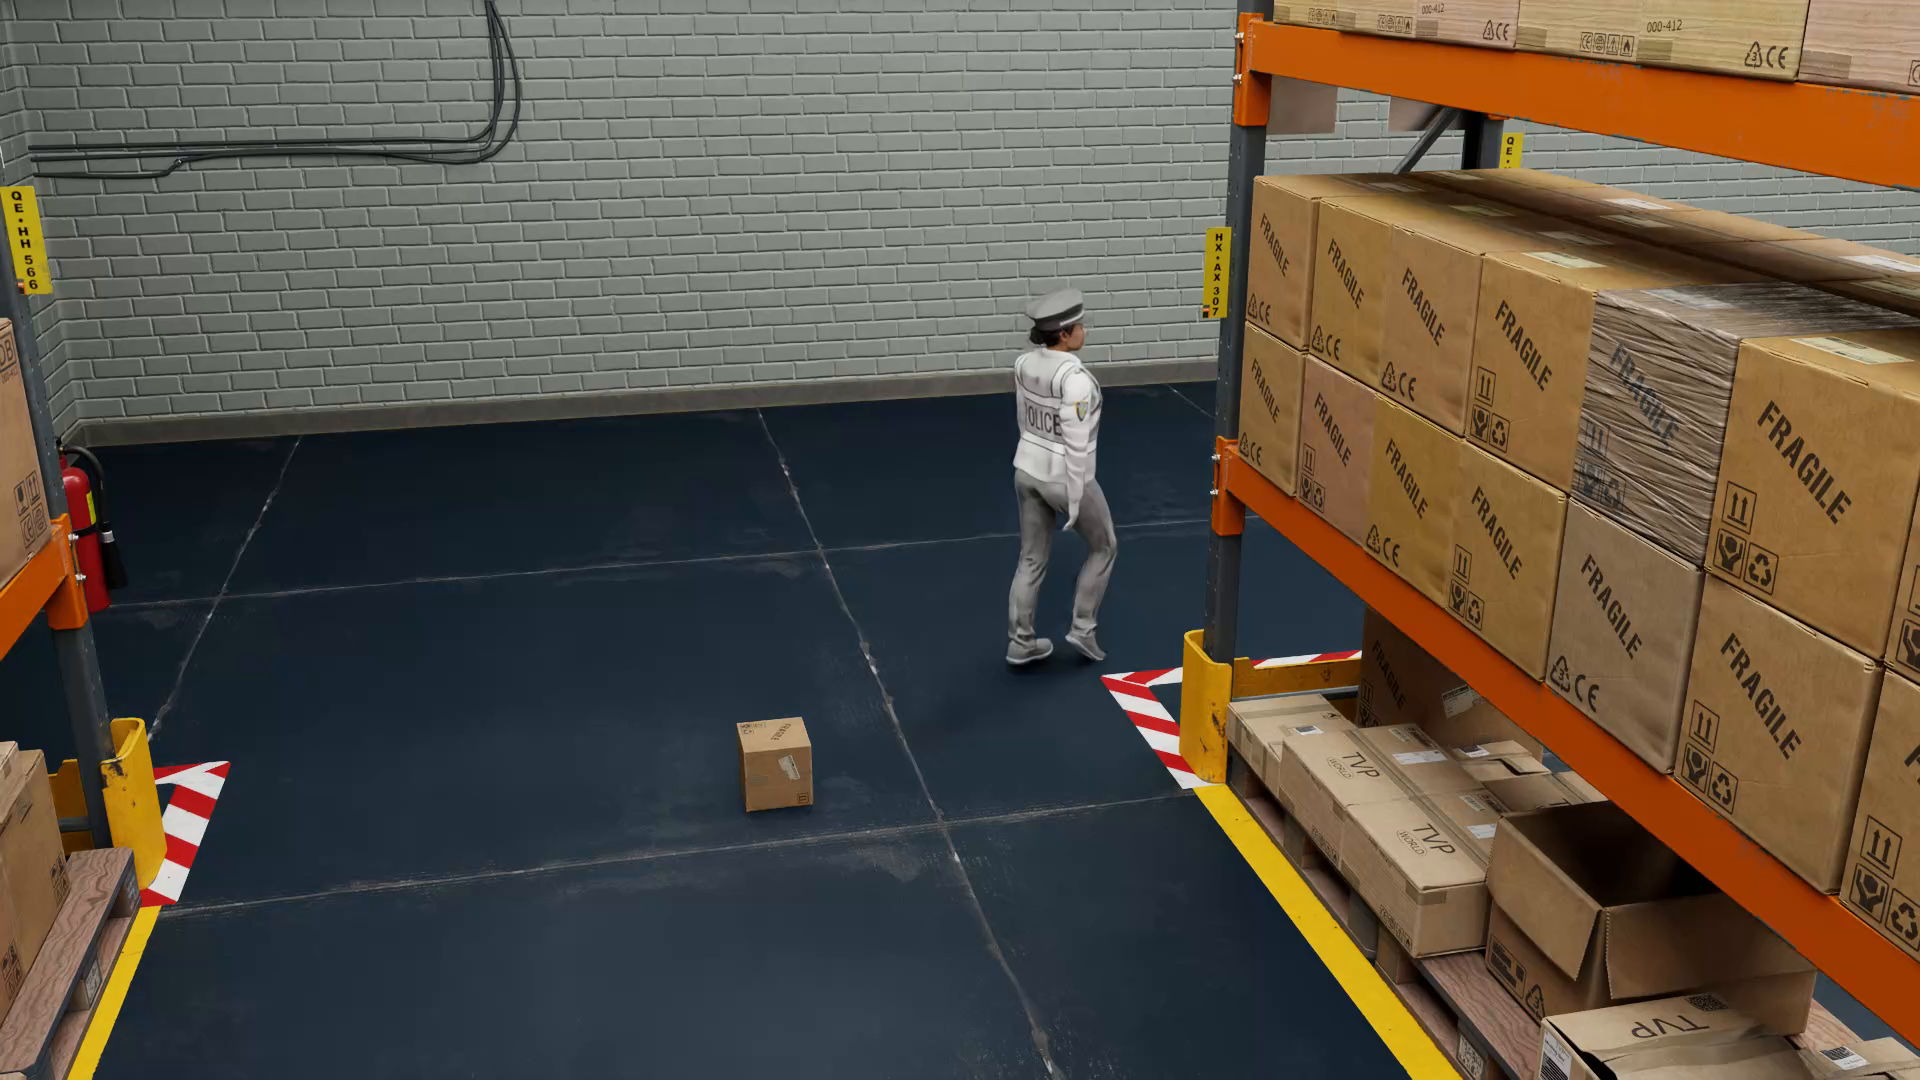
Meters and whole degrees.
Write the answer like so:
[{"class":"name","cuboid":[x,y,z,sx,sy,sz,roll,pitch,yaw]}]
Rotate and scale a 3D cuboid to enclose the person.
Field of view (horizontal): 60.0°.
[{"class":"person","cuboid":[0.423,-0.233,7.216,0.494,1.742,0.525,-17,26,-39]}]
